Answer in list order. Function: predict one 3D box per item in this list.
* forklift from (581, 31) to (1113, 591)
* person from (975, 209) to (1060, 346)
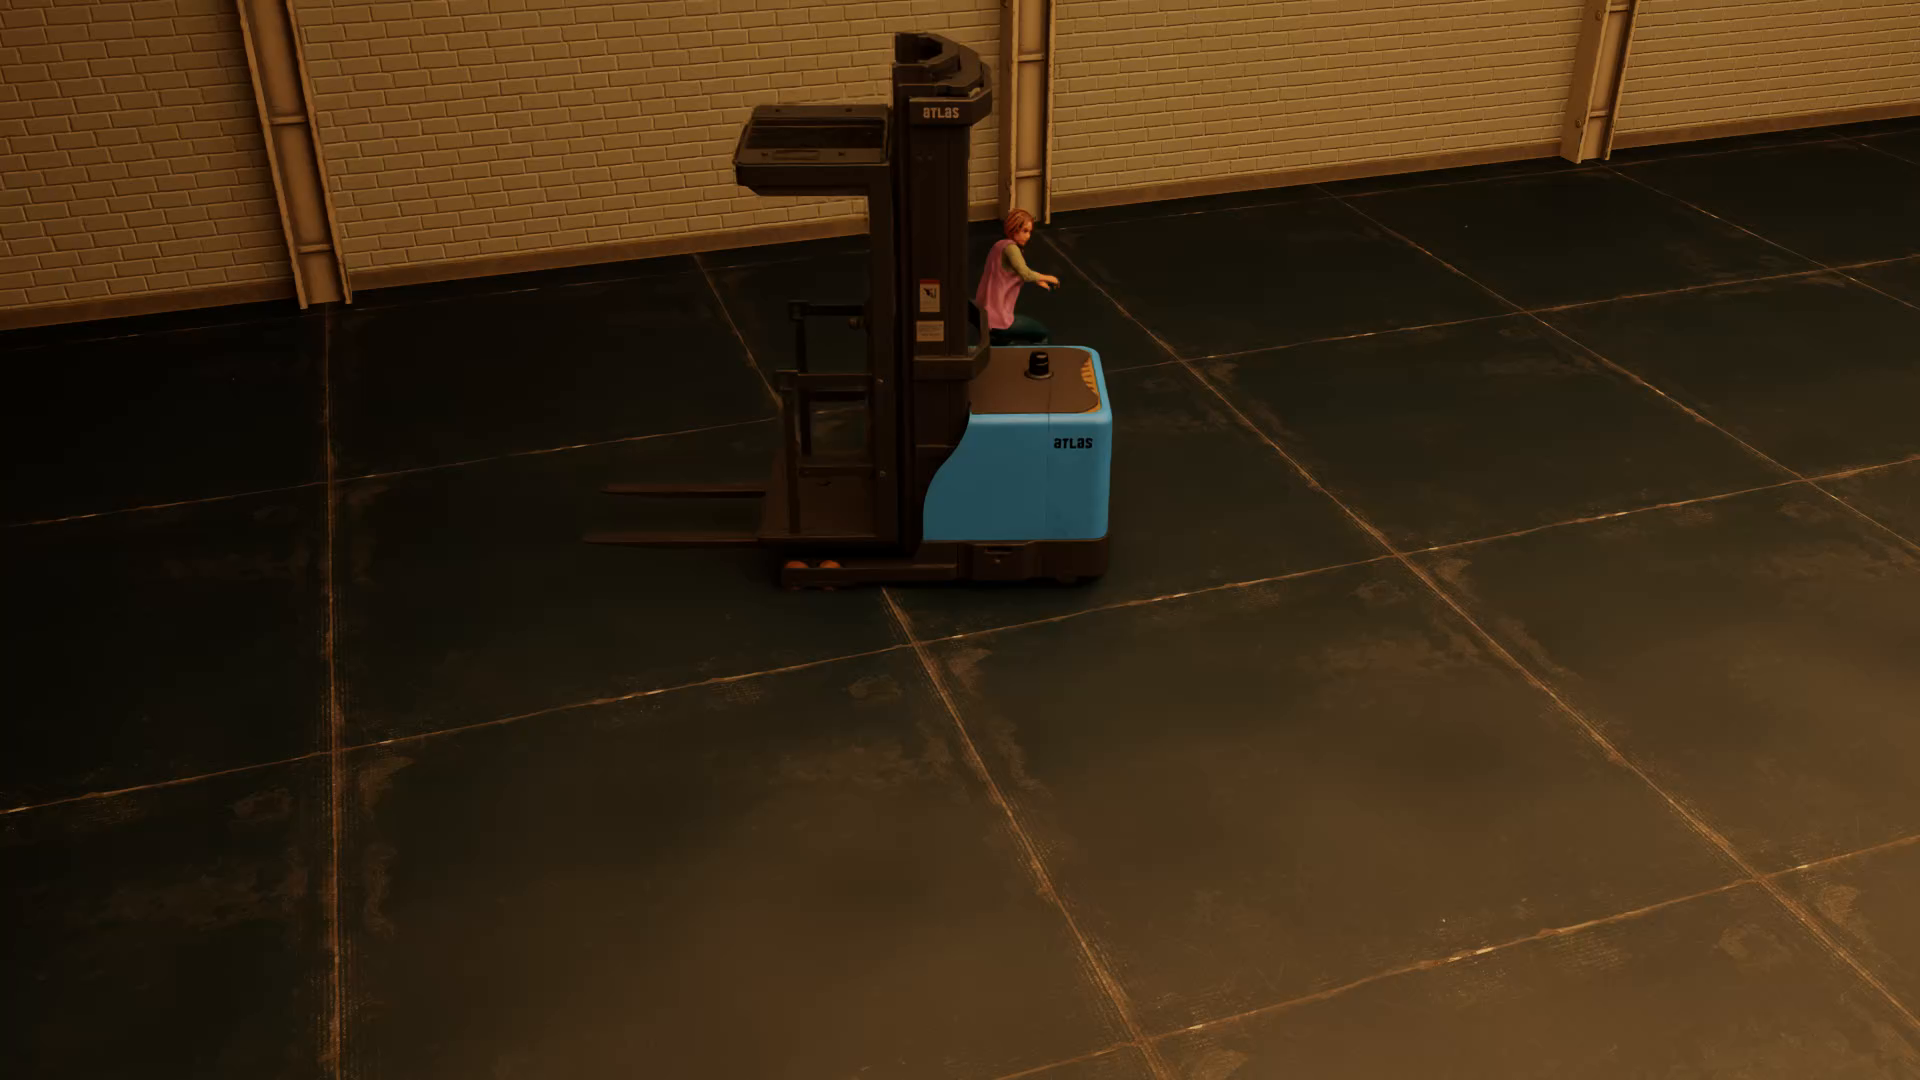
[{"bbox_3d":[-0.671,-1.248,9.256,3.031,2.935,1.130,0,30,-1],"label":"forklift"},{"bbox_3d":[0.439,-1.608,11.503,0.811,1.353,0.686,-16,34,-25],"label":"person"}]
